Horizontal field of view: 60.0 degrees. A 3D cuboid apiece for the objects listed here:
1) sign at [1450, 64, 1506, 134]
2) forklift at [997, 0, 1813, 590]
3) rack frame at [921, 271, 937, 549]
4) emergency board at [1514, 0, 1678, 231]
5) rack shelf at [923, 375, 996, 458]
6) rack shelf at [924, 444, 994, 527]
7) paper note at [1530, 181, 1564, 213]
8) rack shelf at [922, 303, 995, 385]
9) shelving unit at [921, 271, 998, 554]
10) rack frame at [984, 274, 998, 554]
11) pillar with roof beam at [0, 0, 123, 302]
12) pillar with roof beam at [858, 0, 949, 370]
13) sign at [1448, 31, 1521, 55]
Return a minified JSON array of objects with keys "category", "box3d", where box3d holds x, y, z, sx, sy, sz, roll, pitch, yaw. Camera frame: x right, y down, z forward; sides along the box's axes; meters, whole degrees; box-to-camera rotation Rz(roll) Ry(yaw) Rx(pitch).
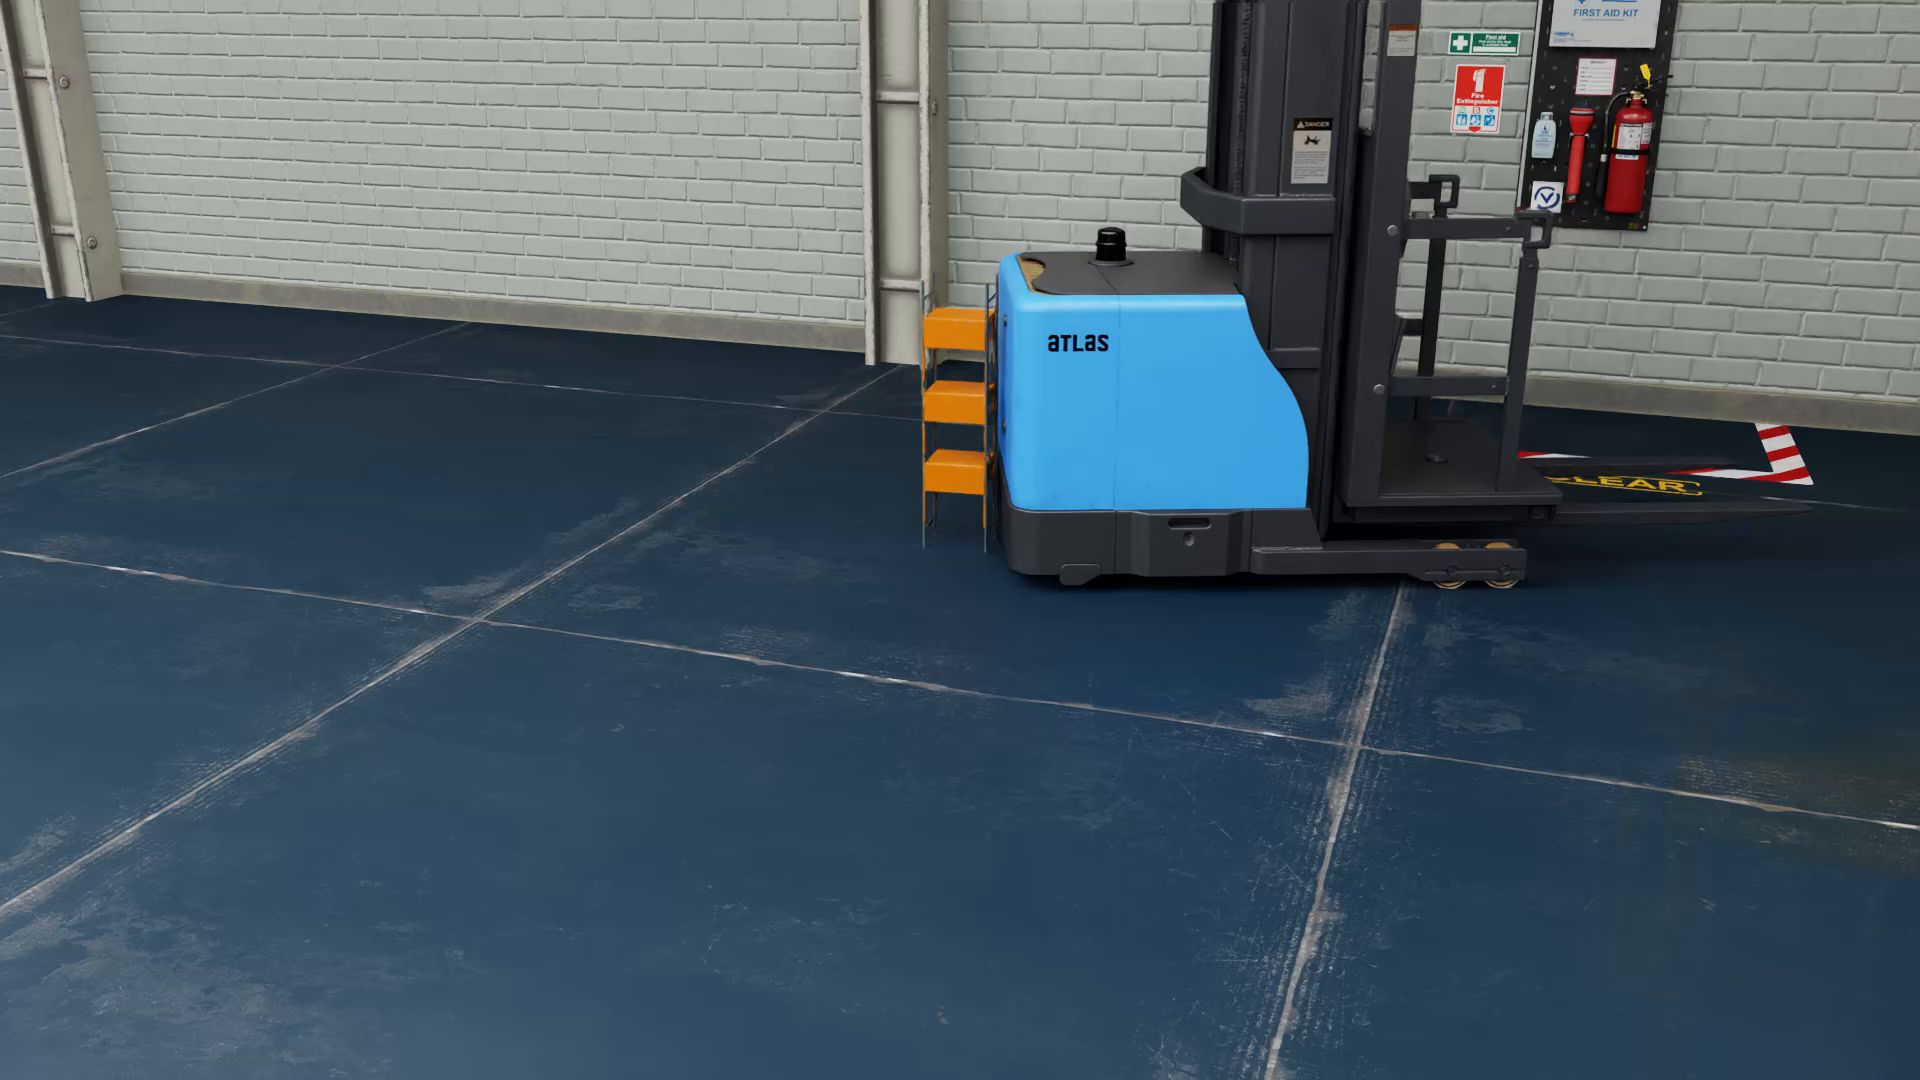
[{"category":"sign","box3d":[2.556,-2.178,8.214,0.234,0.329,0.001,7,20,18]},{"category":"forklift","box3d":[1.673,-1.378,6.078,3.031,2.935,1.130,-1,19,-2]},{"category":"rack frame","box3d":[-0.118,-0.493,6.397,0.008,1.050,0.200,4,20,12]},{"category":"emergency board","box3d":[3.045,-2.070,7.957,0.643,1.169,0.194,7,20,18]},{"category":"rack shelf","box3d":[0.000,-0.474,6.374,0.240,0.259,0.215,4,20,12]},{"category":"rack shelf","box3d":[0.000,-0.212,6.466,0.240,0.259,0.215,4,20,12]},{"category":"paper note","box3d":[2.900,-1.694,8.218,0.142,0.148,0.016,7,20,18]},{"category":"rack shelf","box3d":[0.000,-0.742,6.281,0.240,0.259,0.215,4,20,12]},{"category":"shelving unit","box3d":[0.000,-0.484,6.371,0.252,1.050,0.215,4,20,12]},{"category":"rack frame","box3d":[0.119,-0.476,6.345,0.008,1.050,0.200,4,20,12]},{"category":"pillar with roof beam","box3d":[-7.381,-4.581,6.048,0.400,9.000,9.100,7,20,18]},{"category":"pillar with roof beam","box3d":[-1.714,-3.933,4.189,0.400,9.000,9.100,7,20,18]},{"category":"sign","box3d":[2.558,-2.425,8.118,0.331,0.109,0.001,7,20,18]}]
